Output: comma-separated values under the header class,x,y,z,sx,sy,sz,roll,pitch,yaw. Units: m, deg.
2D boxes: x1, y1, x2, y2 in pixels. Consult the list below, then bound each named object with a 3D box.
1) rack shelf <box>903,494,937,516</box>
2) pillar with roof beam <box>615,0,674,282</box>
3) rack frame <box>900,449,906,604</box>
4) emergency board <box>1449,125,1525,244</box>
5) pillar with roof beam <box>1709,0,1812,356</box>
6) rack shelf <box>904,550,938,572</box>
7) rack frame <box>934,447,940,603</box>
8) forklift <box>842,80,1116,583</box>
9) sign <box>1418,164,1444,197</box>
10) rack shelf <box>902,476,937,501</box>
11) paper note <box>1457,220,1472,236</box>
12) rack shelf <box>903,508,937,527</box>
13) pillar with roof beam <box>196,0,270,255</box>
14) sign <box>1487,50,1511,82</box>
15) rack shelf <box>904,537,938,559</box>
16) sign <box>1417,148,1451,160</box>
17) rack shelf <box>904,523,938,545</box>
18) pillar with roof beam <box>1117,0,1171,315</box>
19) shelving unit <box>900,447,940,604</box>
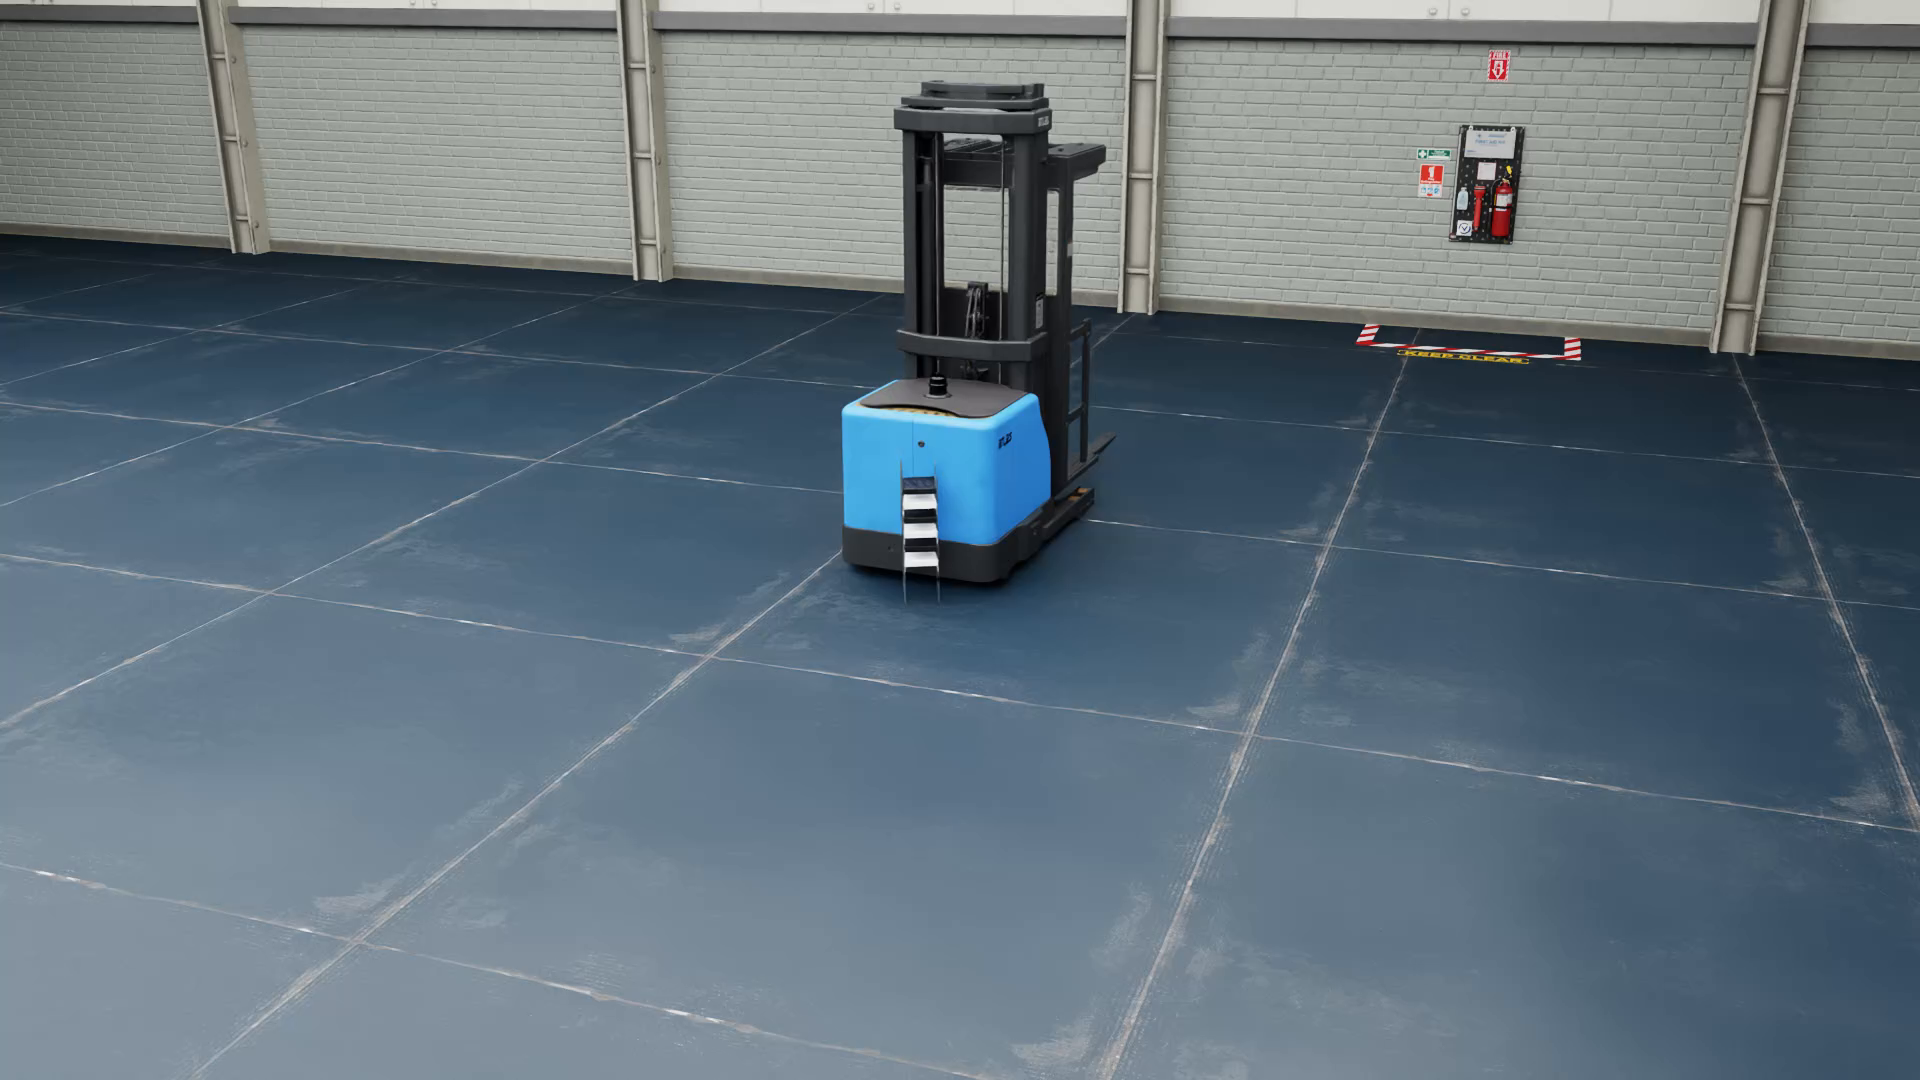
class,x,y,z,sx,sy,sz,roll,pitch,yaw
rack shelf,-0.243,-0.222,9.897,0.200,0.077,0.258,-2,19,-3
pillar with roof beam,-5.121,-6.078,14.840,0.400,9.000,9.100,7,20,18
rack frame,-0.343,-0.080,9.940,0.006,0.900,0.240,-2,19,-3
emergency board,5.306,-3.566,16.749,0.643,1.169,0.194,7,20,18
pillar with roof beam,6.215,-4.781,11.122,0.400,9.000,9.100,7,20,18
rack shelf,-0.238,0.117,10.016,0.200,0.077,0.258,-2,19,-3
rack frame,-0.140,-0.088,9.952,0.006,0.900,0.240,-2,19,-3
forklift,0.300,-1.571,11.131,1.130,2.935,3.031,8,21,22
sign,4.817,-3.675,17.007,0.234,0.329,0.001,7,20,18
rack shelf,-0.245,-0.307,9.868,0.200,0.077,0.258,-2,19,-3
paper note,5.161,-3.191,17.010,0.142,0.148,0.016,7,20,18
rack shelf,-0.242,-0.138,9.927,0.200,0.077,0.258,-2,19,-3
pillar with roof beam,-10.788,-6.726,16.700,0.400,9.000,9.100,7,20,18
sign,5.331,-4.692,16.459,0.199,0.298,0.001,7,20,18
rack shelf,-0.240,0.032,9.986,0.200,0.077,0.258,-2,19,-3
sign,4.819,-3.922,16.910,0.331,0.109,0.001,7,20,18
rack shelf,-0.241,-0.053,9.957,0.200,0.077,0.258,-2,19,-3
pillar with roof beam,0.547,-5.430,12.981,0.400,9.000,9.100,7,20,18
shelving unit,-0.241,-0.084,9.946,0.210,0.900,0.258,-2,19,-3
